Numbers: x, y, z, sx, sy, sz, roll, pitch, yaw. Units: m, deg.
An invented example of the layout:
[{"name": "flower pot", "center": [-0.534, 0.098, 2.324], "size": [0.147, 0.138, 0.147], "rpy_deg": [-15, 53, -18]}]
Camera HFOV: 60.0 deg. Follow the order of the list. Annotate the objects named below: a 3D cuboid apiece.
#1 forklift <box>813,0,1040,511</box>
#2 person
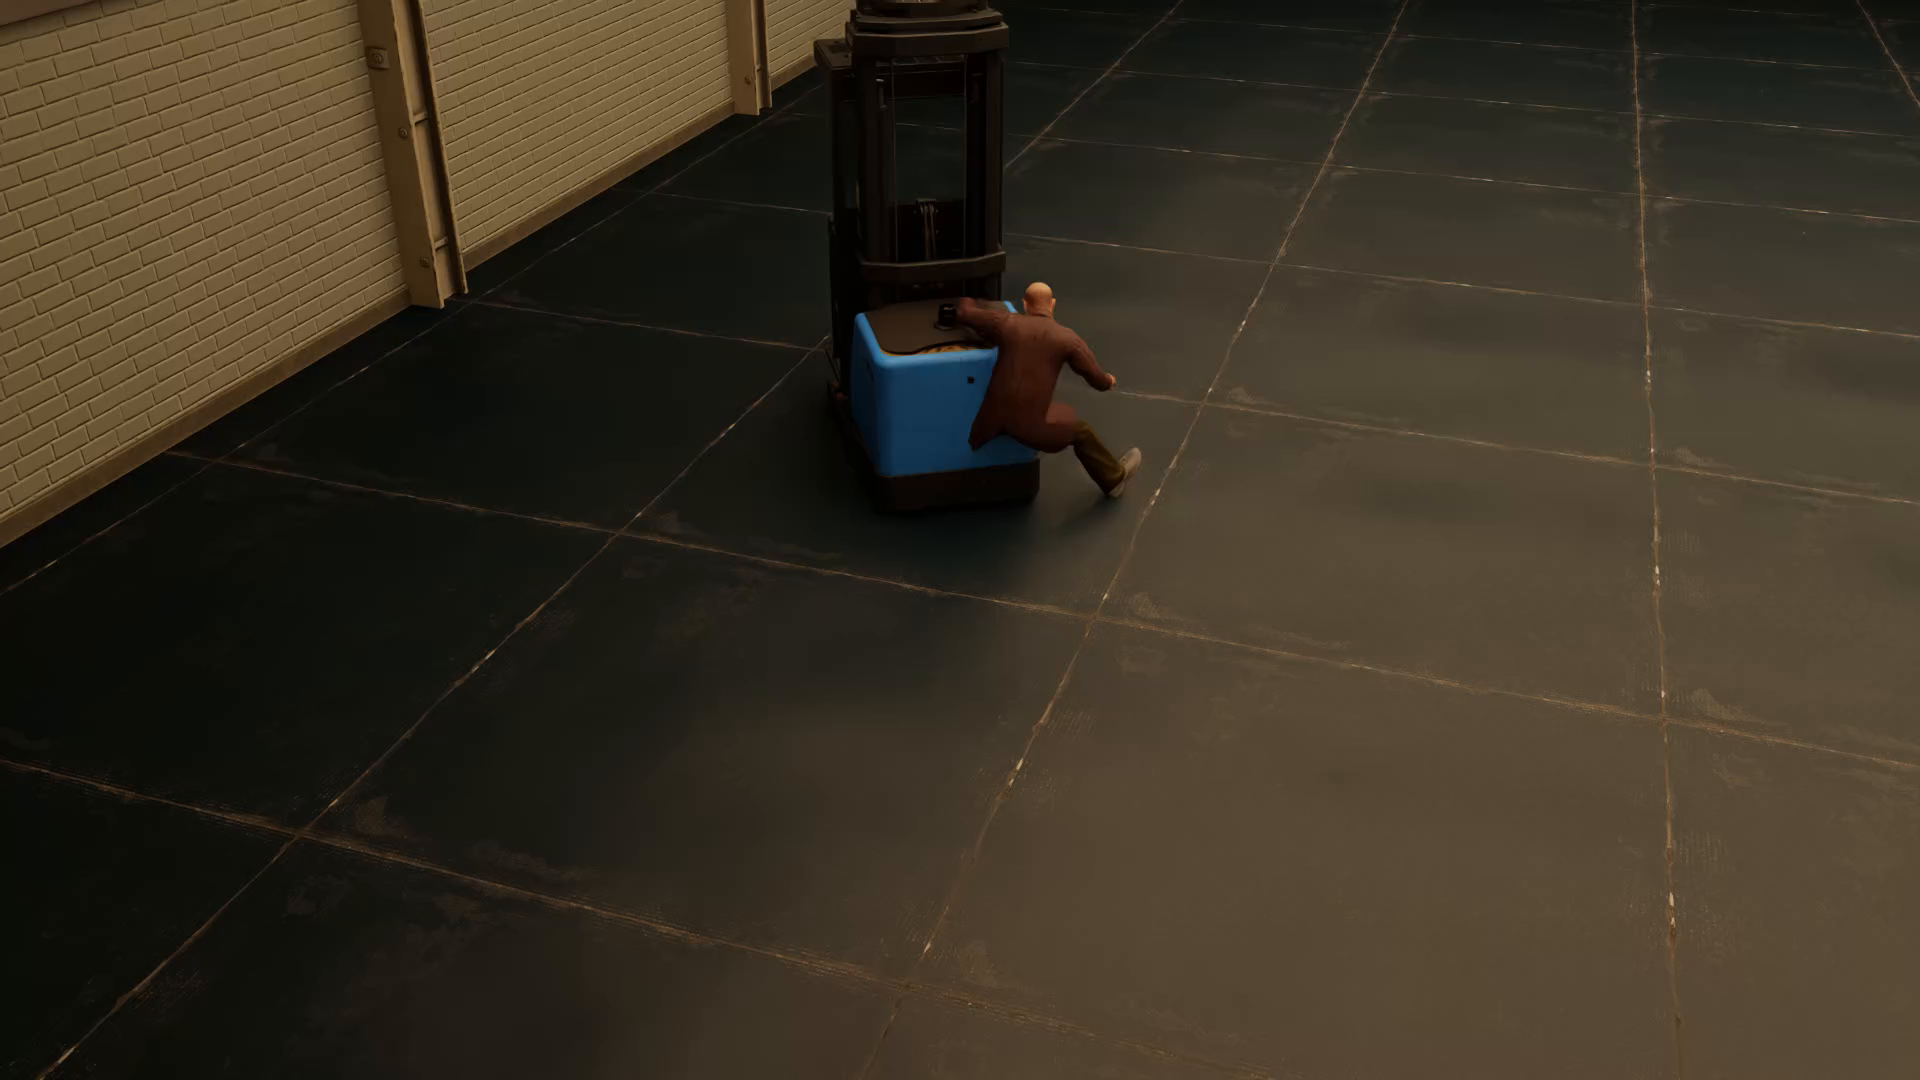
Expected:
[{"name": "forklift", "center": [-0.321, -2.166, 10.935], "size": [1.130, 2.935, 3.031], "rpy_deg": [-6, 30, -11]}, {"name": "person", "center": [0.377, -0.868, 10.238], "size": [1.323, 1.416, 0.967], "rpy_deg": [12, 32, 20]}]
